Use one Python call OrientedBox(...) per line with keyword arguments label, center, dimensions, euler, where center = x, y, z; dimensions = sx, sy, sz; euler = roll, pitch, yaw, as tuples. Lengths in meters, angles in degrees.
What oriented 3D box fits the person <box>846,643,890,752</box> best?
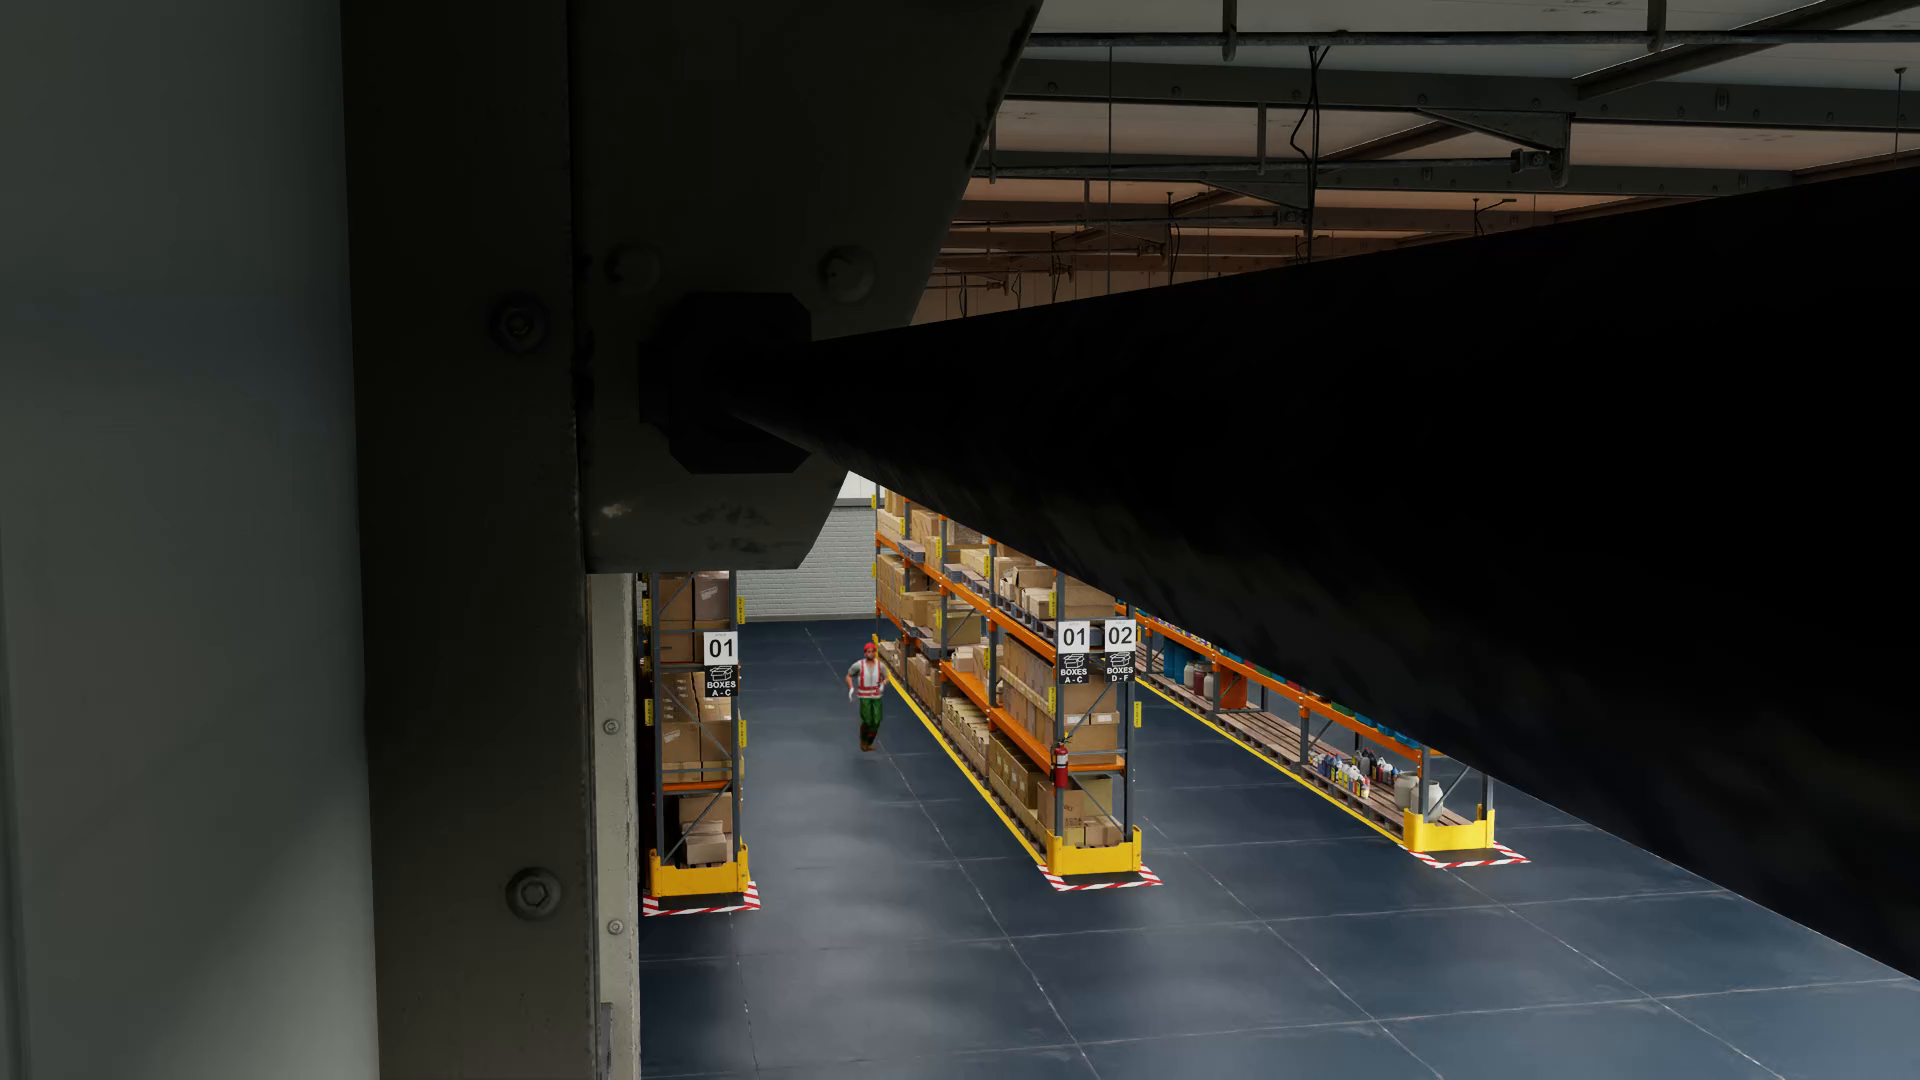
OrientedBox(label="person", center=(-1.413, 2.496, 26.255), dimensions=(0.659, 1.739, 0.599), euler=(-2, 6, -17))
